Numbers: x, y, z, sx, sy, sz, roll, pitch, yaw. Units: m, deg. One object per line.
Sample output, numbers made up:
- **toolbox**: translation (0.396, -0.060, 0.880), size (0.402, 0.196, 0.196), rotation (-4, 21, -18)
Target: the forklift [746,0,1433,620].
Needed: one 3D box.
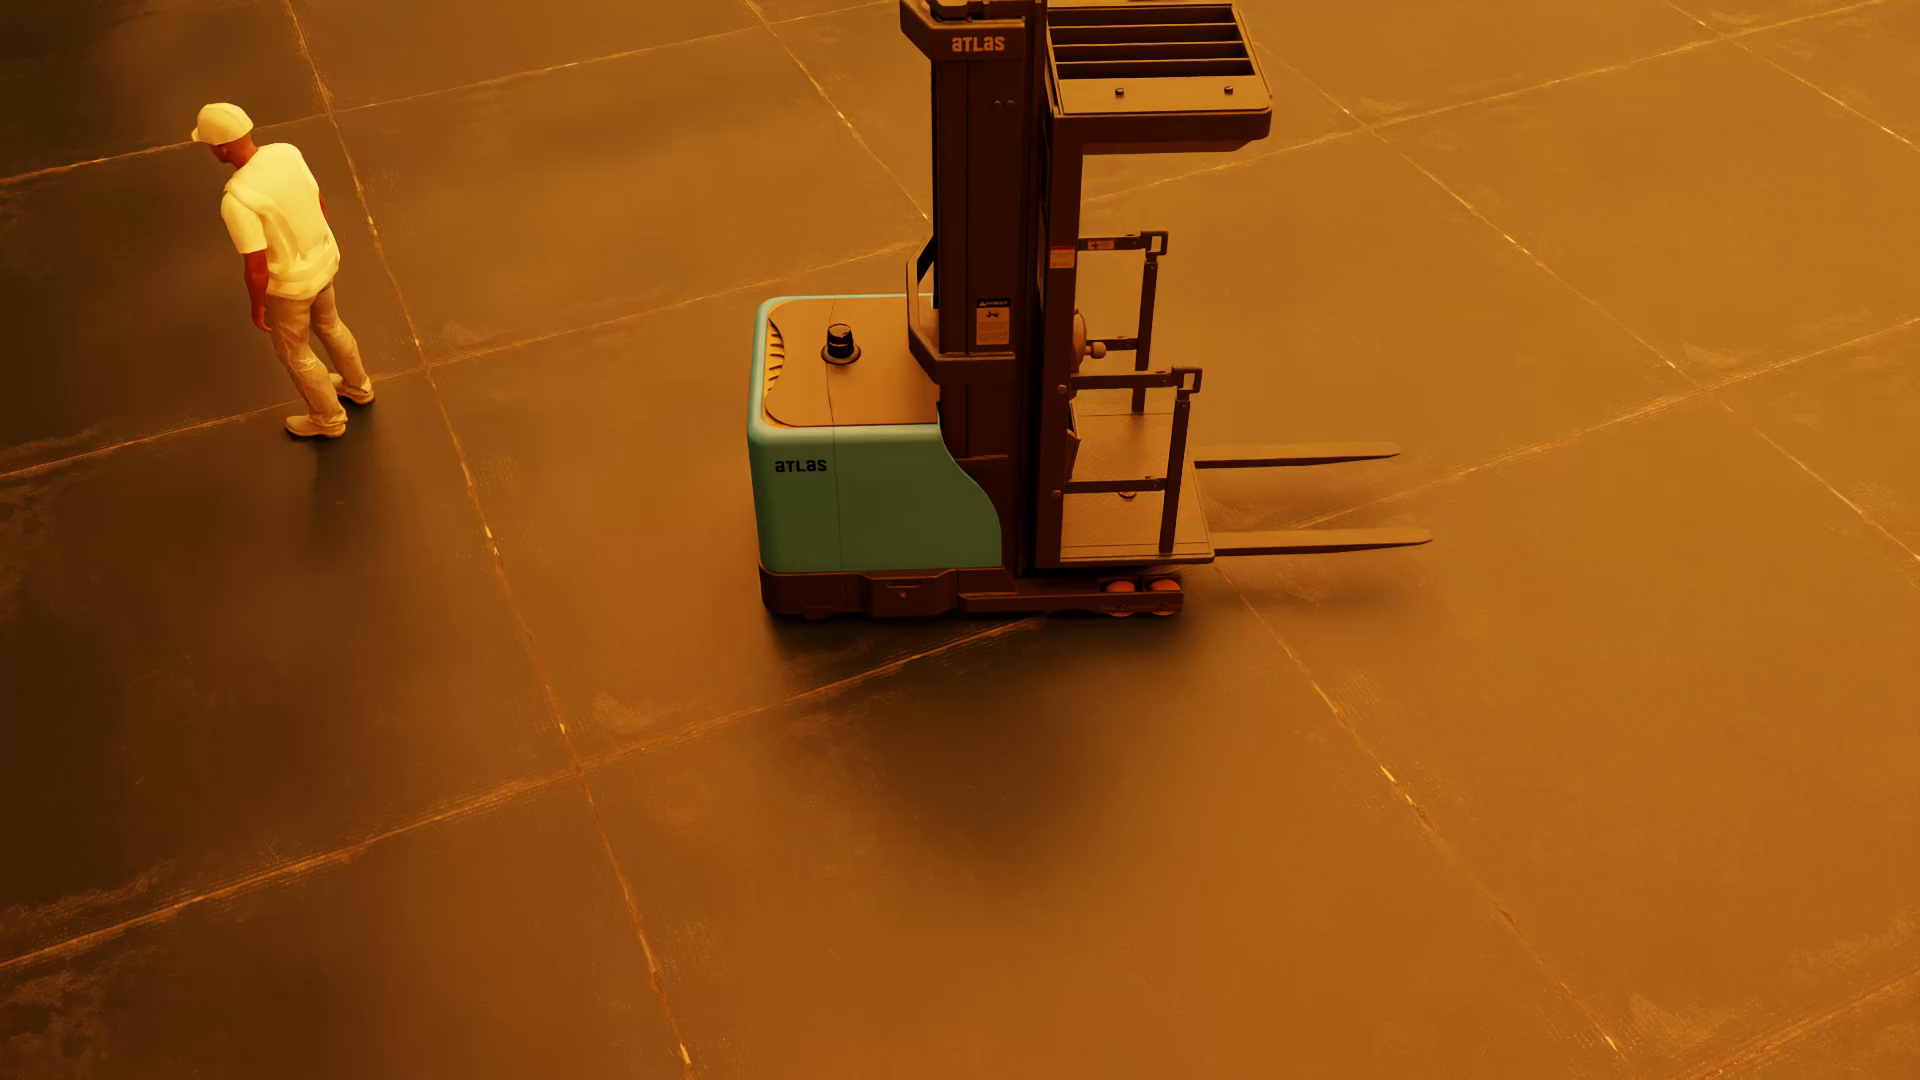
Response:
- **forklift**: translation (0.610, -1.090, 6.848), size (3.031, 2.935, 1.130), rotation (-2, 43, -2)

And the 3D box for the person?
- **person**: translation (-3.198, -1.276, 7.910), size (0.462, 1.759, 0.626), rotation (11, 44, 11)
